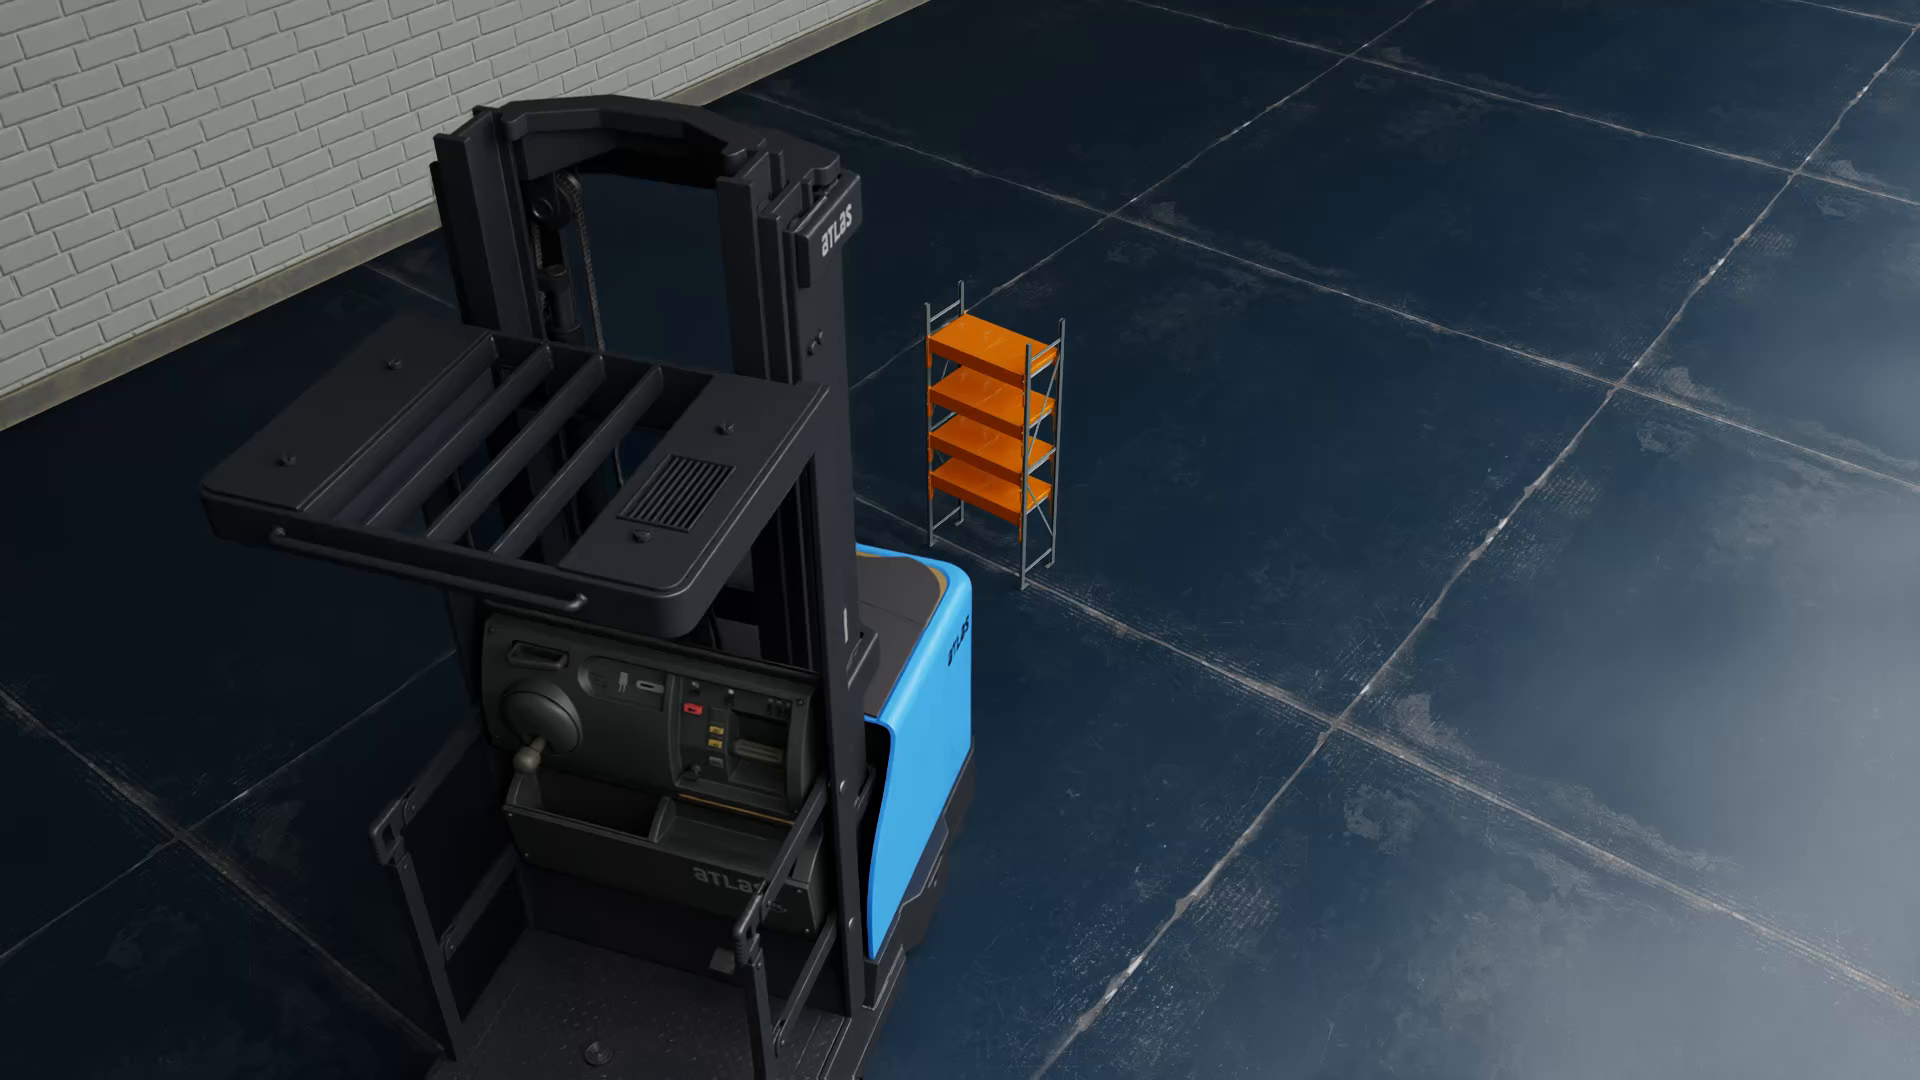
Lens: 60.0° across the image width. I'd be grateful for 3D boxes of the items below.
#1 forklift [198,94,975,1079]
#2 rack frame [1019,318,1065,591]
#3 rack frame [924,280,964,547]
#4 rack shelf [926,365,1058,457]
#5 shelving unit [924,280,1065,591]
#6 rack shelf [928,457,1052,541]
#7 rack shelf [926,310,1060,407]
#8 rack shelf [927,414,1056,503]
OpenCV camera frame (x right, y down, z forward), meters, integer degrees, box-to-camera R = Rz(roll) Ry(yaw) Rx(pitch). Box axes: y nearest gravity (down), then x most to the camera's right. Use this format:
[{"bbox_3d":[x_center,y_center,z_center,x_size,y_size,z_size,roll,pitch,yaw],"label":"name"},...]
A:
[{"bbox_3d":[-0.892,0.545,4.176,1.130,2.935,3.031,11,39,14],"label":"forklift"},{"bbox_3d":[0.325,-0.319,6.684,0.015,1.200,0.240,25,45,29],"label":"rack frame"},{"bbox_3d":[-0.062,-0.502,6.918,0.015,1.200,0.240,25,45,29],"label":"rack frame"},{"bbox_3d":[0.131,-0.534,6.705,0.480,0.148,0.258,25,45,29],"label":"rack shelf"},{"bbox_3d":[0.131,-0.410,6.801,0.503,1.200,0.258,25,45,29],"label":"shelving unit"},{"bbox_3d":[0.131,-0.201,6.965,0.480,0.148,0.258,25,45,29],"label":"rack shelf"},{"bbox_3d":[0.131,-0.720,6.559,0.480,0.148,0.258,25,45,29],"label":"rack shelf"},{"bbox_3d":[0.131,-0.357,6.842,0.480,0.148,0.258,25,45,29],"label":"rack shelf"}]
